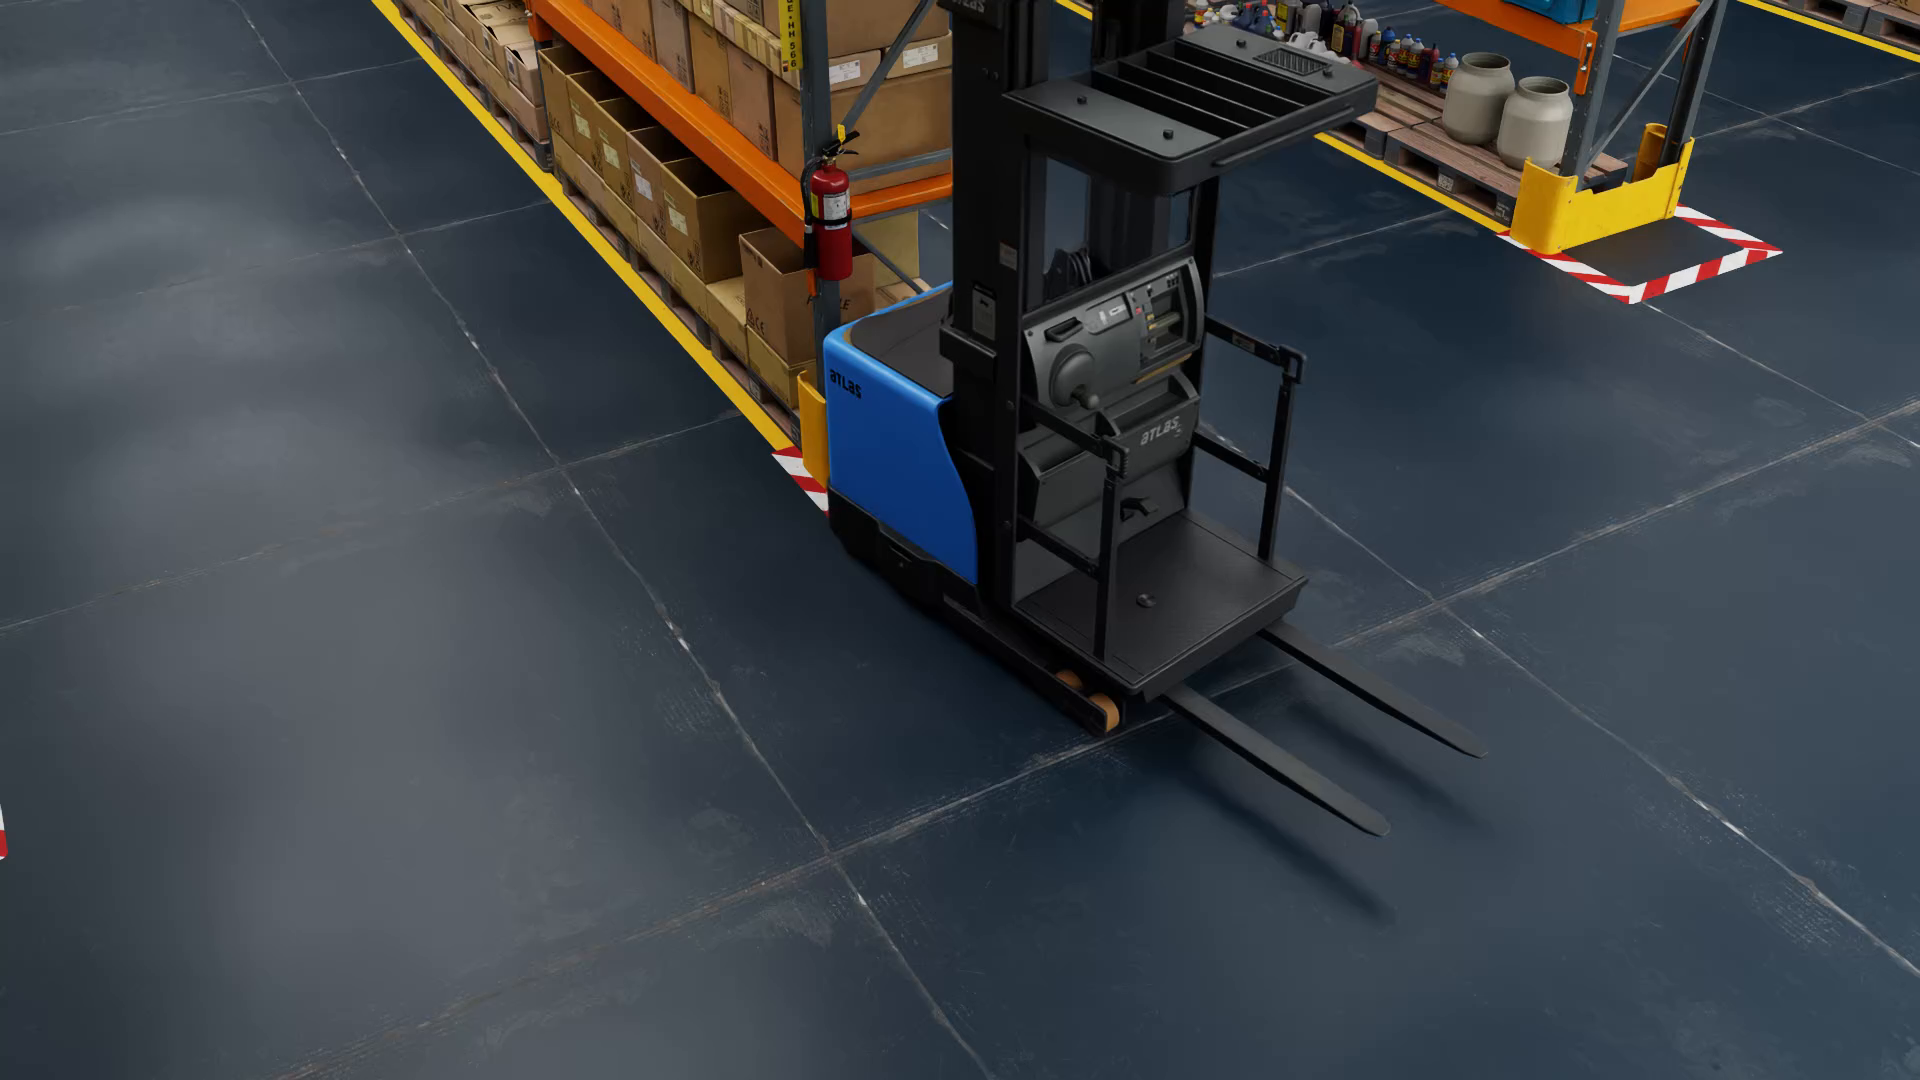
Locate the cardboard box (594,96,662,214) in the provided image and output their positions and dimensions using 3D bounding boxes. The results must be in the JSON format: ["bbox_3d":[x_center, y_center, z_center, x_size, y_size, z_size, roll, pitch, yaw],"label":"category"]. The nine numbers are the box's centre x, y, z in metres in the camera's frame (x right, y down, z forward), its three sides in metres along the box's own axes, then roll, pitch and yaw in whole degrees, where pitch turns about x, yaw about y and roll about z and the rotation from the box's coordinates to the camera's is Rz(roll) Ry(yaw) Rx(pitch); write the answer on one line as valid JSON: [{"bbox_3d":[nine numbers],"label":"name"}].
[{"bbox_3d":[-1.769,-2.266,9.649,0.500,0.500,0.500,-19,40,-24],"label":"cardboard box"}]

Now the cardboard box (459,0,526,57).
[{"bbox_3d":[-3.201,-3.669,11.730,0.500,0.311,0.500,-19,40,-24],"label":"cardboard box"}]

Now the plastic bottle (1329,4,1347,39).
[{"bbox_3d":[2.838,-3.878,12.447,0.061,0.283,0.133,-16,39,-21],"label":"plastic bottle"}]

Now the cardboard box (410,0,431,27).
[{"bbox_3d":[-3.981,-4.232,12.977,0.500,0.250,0.500,-20,41,-25],"label":"cardboard box"}]

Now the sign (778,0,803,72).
[{"bbox_3d":[-0.701,-2.113,6.917,0.100,0.325,0.005,-19,40,-24],"label":"sign"}]

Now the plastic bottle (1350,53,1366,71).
[{"bbox_3d":[2.747,-3.225,11.553,0.061,0.283,0.133,-19,40,-24],"label":"plastic bottle"}]

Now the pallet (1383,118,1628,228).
[{"bbox_3d":[3.578,-2.484,10.972,1.003,0.211,1.213,-19,40,-24],"label":"pallet"}]

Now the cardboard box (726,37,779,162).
[{"bbox_3d":[-0.716,-2.252,8.206,0.700,0.500,0.500,-18,40,-23],"label":"cardboard box"}]

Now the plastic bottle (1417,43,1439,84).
[{"bbox_3d":[3.321,-3.388,11.775,0.061,0.283,0.133,-18,40,-23],"label":"plastic bottle"}]

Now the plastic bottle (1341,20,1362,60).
[{"bbox_3d":[2.868,-3.668,12.160,0.061,0.283,0.133,-19,40,-24],"label":"plastic bottle"}]

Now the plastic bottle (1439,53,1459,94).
[{"bbox_3d":[3.419,-3.262,11.614,0.097,0.271,0.097,0,36,0],"label":"plastic bottle"}]

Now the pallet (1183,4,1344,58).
[{"bbox_3d":[2.352,-3.728,12.676,1.003,0.211,1.213,-19,40,-24],"label":"pallet"}]

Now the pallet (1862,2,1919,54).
[{"bbox_3d":[7.927,-3.975,13.013,1.003,0.211,1.213,-19,40,-24],"label":"pallet"}]

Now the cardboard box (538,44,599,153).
[{"bbox_3d":[-2.272,-2.776,10.347,0.500,0.500,0.500,-19,40,-24],"label":"cardboard box"}]

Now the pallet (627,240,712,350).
[{"bbox_3d":[-1.254,-1.577,9.729,1.003,0.211,1.213,-19,40,-24],"label":"pallet"}]

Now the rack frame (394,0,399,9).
[{"bbox_3d":[-4.244,-5.783,13.125,1.000,3.000,0.127,-19,40,-24],"label":"rack frame"}]

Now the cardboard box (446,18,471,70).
[{"bbox_3d":[-3.458,-3.707,12.258,0.500,0.250,0.500,-18,40,-23],"label":"cardboard box"}]

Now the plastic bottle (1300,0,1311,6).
[{"bbox_3d":[2.623,-4.074,12.658,0.144,0.351,0.185,-20,41,-25],"label":"plastic bottle"}]

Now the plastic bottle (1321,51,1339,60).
[{"bbox_3d":[2.586,-3.261,11.608,0.152,0.276,0.135,-20,41,-25],"label":"plastic bottle"}]

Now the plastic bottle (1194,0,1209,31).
[{"bbox_3d":[1.832,-3.993,12.614,0.097,0.271,0.097,0,36,0],"label":"plastic bottle"}]

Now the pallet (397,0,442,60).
[{"bbox_3d":[-3.864,-4.226,13.357,1.003,0.211,1.213,-19,40,-24],"label":"pallet"}]

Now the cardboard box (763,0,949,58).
[{"bbox_3d":[-0.475,-2.537,7.495,0.700,0.500,0.500,-19,40,-24],"label":"cardboard box"}]

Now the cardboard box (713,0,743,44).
[{"bbox_3d":[-0.967,-2.537,8.045,0.380,0.149,0.250,-18,40,-23],"label":"cardboard box"}]

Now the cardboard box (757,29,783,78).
[{"bbox_3d":[-0.714,-2.277,7.690,0.380,0.149,0.250,-18,40,-23],"label":"cardboard box"}]

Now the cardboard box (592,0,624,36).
[{"bbox_3d":[-1.735,-3.292,9.630,0.700,0.500,0.500,-19,40,-24],"label":"cardboard box"}]

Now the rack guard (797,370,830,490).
[{"bbox_3d":[-0.212,-0.682,8.260,1.175,0.500,0.348,-19,40,-24],"label":"rack guard"}]

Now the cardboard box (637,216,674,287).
[{"bbox_3d":[-1.513,-1.710,9.523,0.500,0.250,0.500,-19,40,-24],"label":"cardboard box"}]

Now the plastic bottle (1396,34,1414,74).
[{"bbox_3d":[3.196,-3.488,11.923,0.097,0.271,0.097,0,36,0],"label":"plastic bottle"}]

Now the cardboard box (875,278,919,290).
[{"bbox_3d":[-0.556,-1.356,9.039,0.500,0.250,0.500,-19,40,-24],"label":"cardboard box"}]

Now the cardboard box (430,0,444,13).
[{"bbox_3d":[-3.709,-4.189,12.442,0.500,0.311,0.500,-20,41,-25],"label":"cardboard box"}]

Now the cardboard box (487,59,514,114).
[{"bbox_3d":[-2.946,-3.187,11.545,0.500,0.250,0.500,-20,40,-25],"label":"cardboard box"}]

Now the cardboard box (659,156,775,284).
[{"bbox_3d":[-1.266,-1.756,8.951,0.500,0.500,0.500,-19,40,-24],"label":"cardboard box"}]

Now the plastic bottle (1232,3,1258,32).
[{"bbox_3d":[2.097,-3.783,12.259,0.144,0.351,0.185,-18,40,-23],"label":"plastic bottle"}]

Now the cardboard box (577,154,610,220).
[{"bbox_3d":[-2.017,-2.220,10.221,0.500,0.250,0.500,-19,40,-24],"label":"cardboard box"}]

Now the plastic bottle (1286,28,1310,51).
[{"bbox_3d":[2.406,-3.470,11.830,0.144,0.351,0.185,-19,40,-24],"label":"plastic bottle"}]

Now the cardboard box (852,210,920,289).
[{"bbox_3d":[-0.554,-1.659,8.818,0.500,0.500,0.500,-19,40,-24],"label":"cardboard box"}]

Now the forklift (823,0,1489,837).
[{"bbox_3d":[0.746,-0.744,6.283,1.130,2.935,3.031,-28,44,-32],"label":"forklift"}]

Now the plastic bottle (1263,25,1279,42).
[{"bbox_3d":[2.239,-3.563,12.015,0.061,0.283,0.133,-17,39,-22],"label":"plastic bottle"}]

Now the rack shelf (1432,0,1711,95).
[{"bbox_3d":[3.055,-3.899,11.155,1.077,0.370,4.000,-19,40,-24],"label":"rack shelf"}]

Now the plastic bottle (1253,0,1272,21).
[{"bbox_3d":[2.222,-3.825,12.317,0.144,0.351,0.185,-19,40,-24],"label":"plastic bottle"}]

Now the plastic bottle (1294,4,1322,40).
[{"bbox_3d":[2.604,-3.889,12.468,0.152,0.276,0.135,-19,40,-24],"label":"plastic bottle"}]

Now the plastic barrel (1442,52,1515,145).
[{"bbox_3d":[3.412,-2.903,10.935,0.421,0.512,0.421,0,36,0],"label":"plastic barrel"}]

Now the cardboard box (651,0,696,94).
[{"bbox_3d":[-1.228,-2.774,8.921,0.700,0.500,0.500,-18,40,-23],"label":"cardboard box"}]

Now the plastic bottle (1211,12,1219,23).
[{"bbox_3d":[1.934,-3.861,12.492,0.097,0.201,0.097,0,36,0],"label":"plastic bottle"}]

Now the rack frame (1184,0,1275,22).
[{"bbox_3d":[2.051,-5.209,12.339,1.000,3.000,0.127,-19,40,-24],"label":"rack frame"}]

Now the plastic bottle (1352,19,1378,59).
[{"bbox_3d":[2.960,-3.697,12.205,0.152,0.276,0.135,-18,40,-23],"label":"plastic bottle"}]

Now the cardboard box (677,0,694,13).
[{"bbox_3d":[-1.233,-2.804,8.411,0.380,0.149,0.250,-18,40,-23],"label":"cardboard box"}]

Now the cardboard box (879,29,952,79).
[{"bbox_3d":[-0.235,-2.270,7.680,0.380,0.149,0.250,-19,40,-24],"label":"cardboard box"}]

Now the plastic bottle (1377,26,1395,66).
[{"bbox_3d":[3.094,-3.591,12.064,0.097,0.271,0.097,0,36,0],"label":"plastic bottle"}]

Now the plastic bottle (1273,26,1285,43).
[{"bbox_3d":[2.298,-3.590,12.063,0.097,0.271,0.097,0,36,0],"label":"plastic bottle"}]

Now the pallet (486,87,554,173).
[{"bbox_3d":[-2.638,-2.982,11.653,1.003,0.211,1.213,-19,40,-24],"label":"pallet"}]

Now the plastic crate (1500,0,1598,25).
[{"bbox_3d":[3.550,-3.276,9.818,0.499,0.251,0.616,-19,40,-24],"label":"plastic crate"}]

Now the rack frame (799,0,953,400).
[{"bbox_3d":[-0.225,-1.704,7.539,1.000,3.000,0.127,-19,40,-24],"label":"rack frame"}]

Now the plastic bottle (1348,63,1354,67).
[{"bbox_3d":[2.684,-3.111,11.396,0.061,0.283,0.133,-18,40,-23],"label":"plastic bottle"}]

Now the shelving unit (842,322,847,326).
[{"bbox_3d":[-0.363,-0.612,7.823,0.258,0.900,0.210,-23,39,-28],"label":"shelving unit"}]

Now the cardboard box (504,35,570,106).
[{"bbox_3d":[-2.686,-3.151,11.020,0.500,0.311,0.500,-19,40,-24],"label":"cardboard box"}]

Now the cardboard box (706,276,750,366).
[{"bbox_3d":[-1.011,-1.200,8.825,0.500,0.250,0.500,-19,40,-24],"label":"cardboard box"}]
